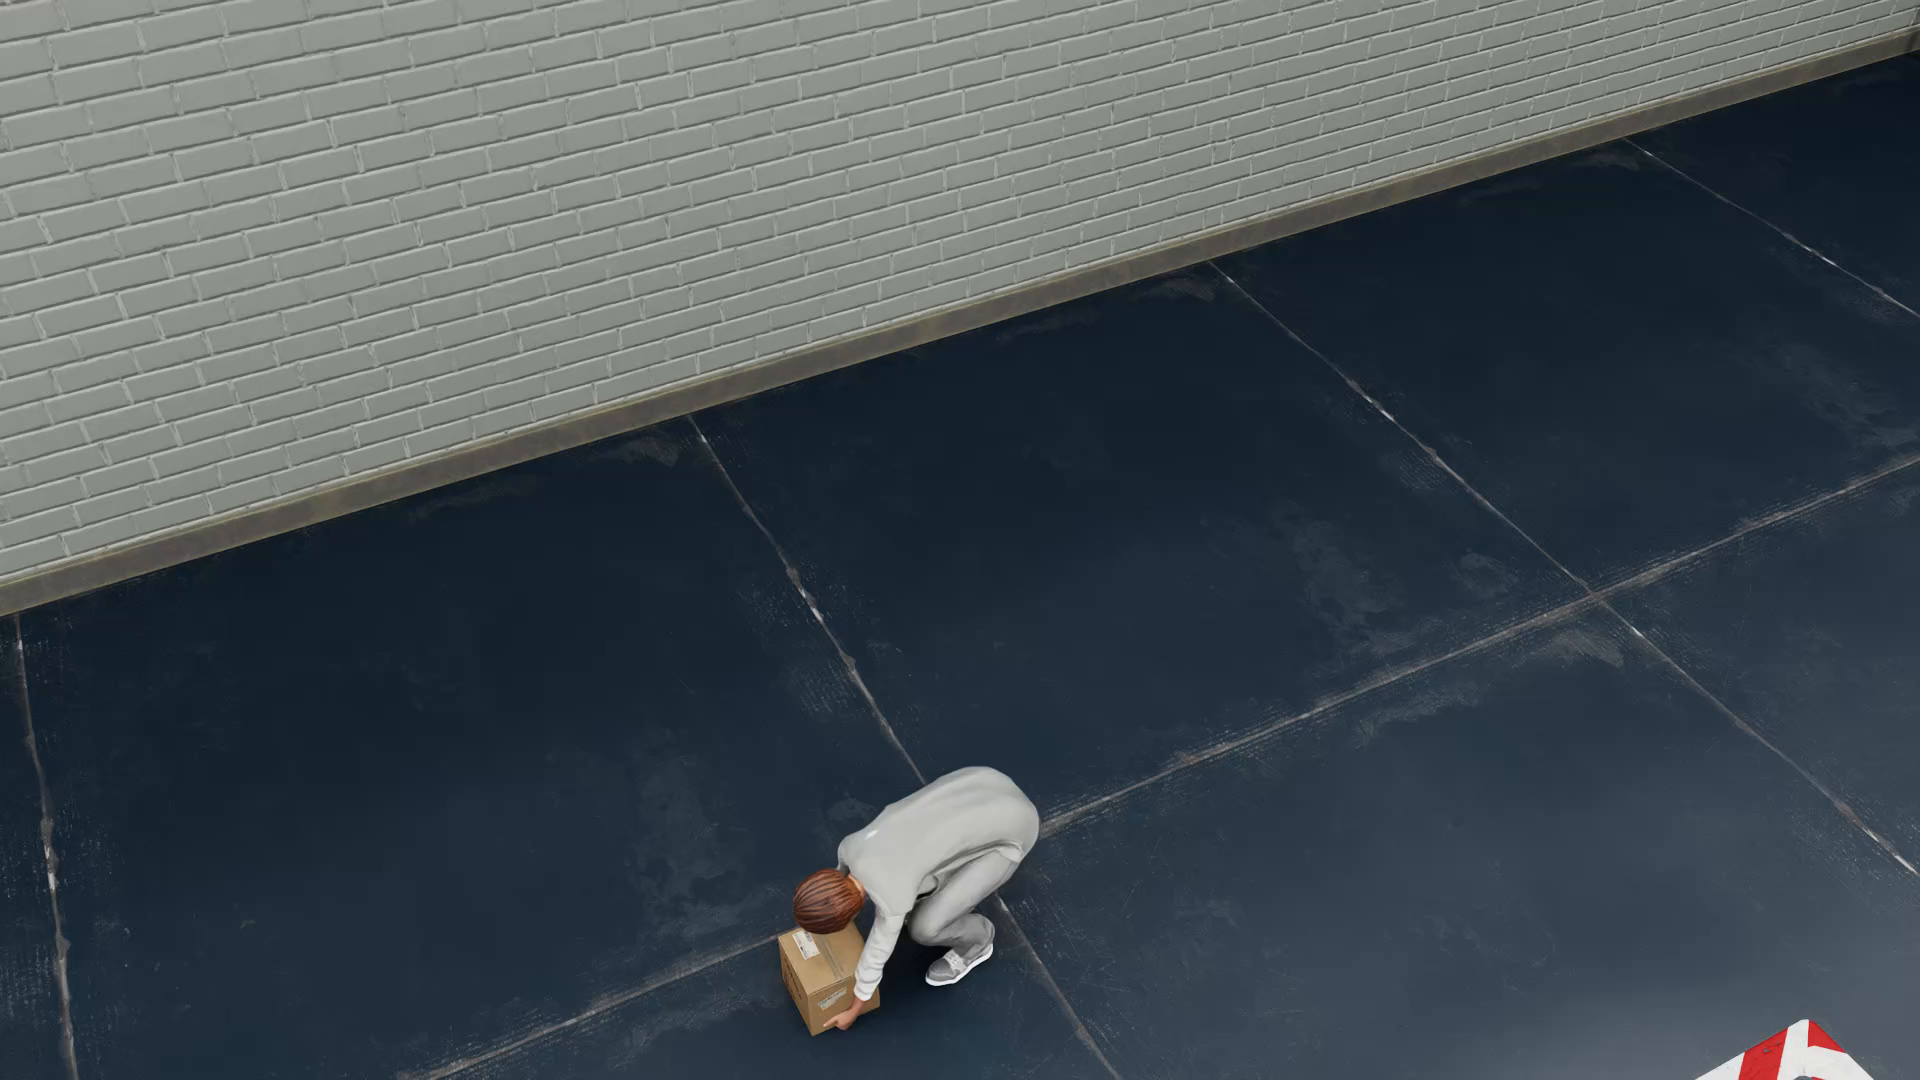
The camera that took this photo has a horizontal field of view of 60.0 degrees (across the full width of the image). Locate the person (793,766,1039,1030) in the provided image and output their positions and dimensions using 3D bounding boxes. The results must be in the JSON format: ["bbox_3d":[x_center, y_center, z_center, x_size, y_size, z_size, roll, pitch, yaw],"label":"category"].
[{"bbox_3d":[-0.144,1.184,5.523,0.871,0.734,0.422,-21,46,-21],"label":"person"}]
